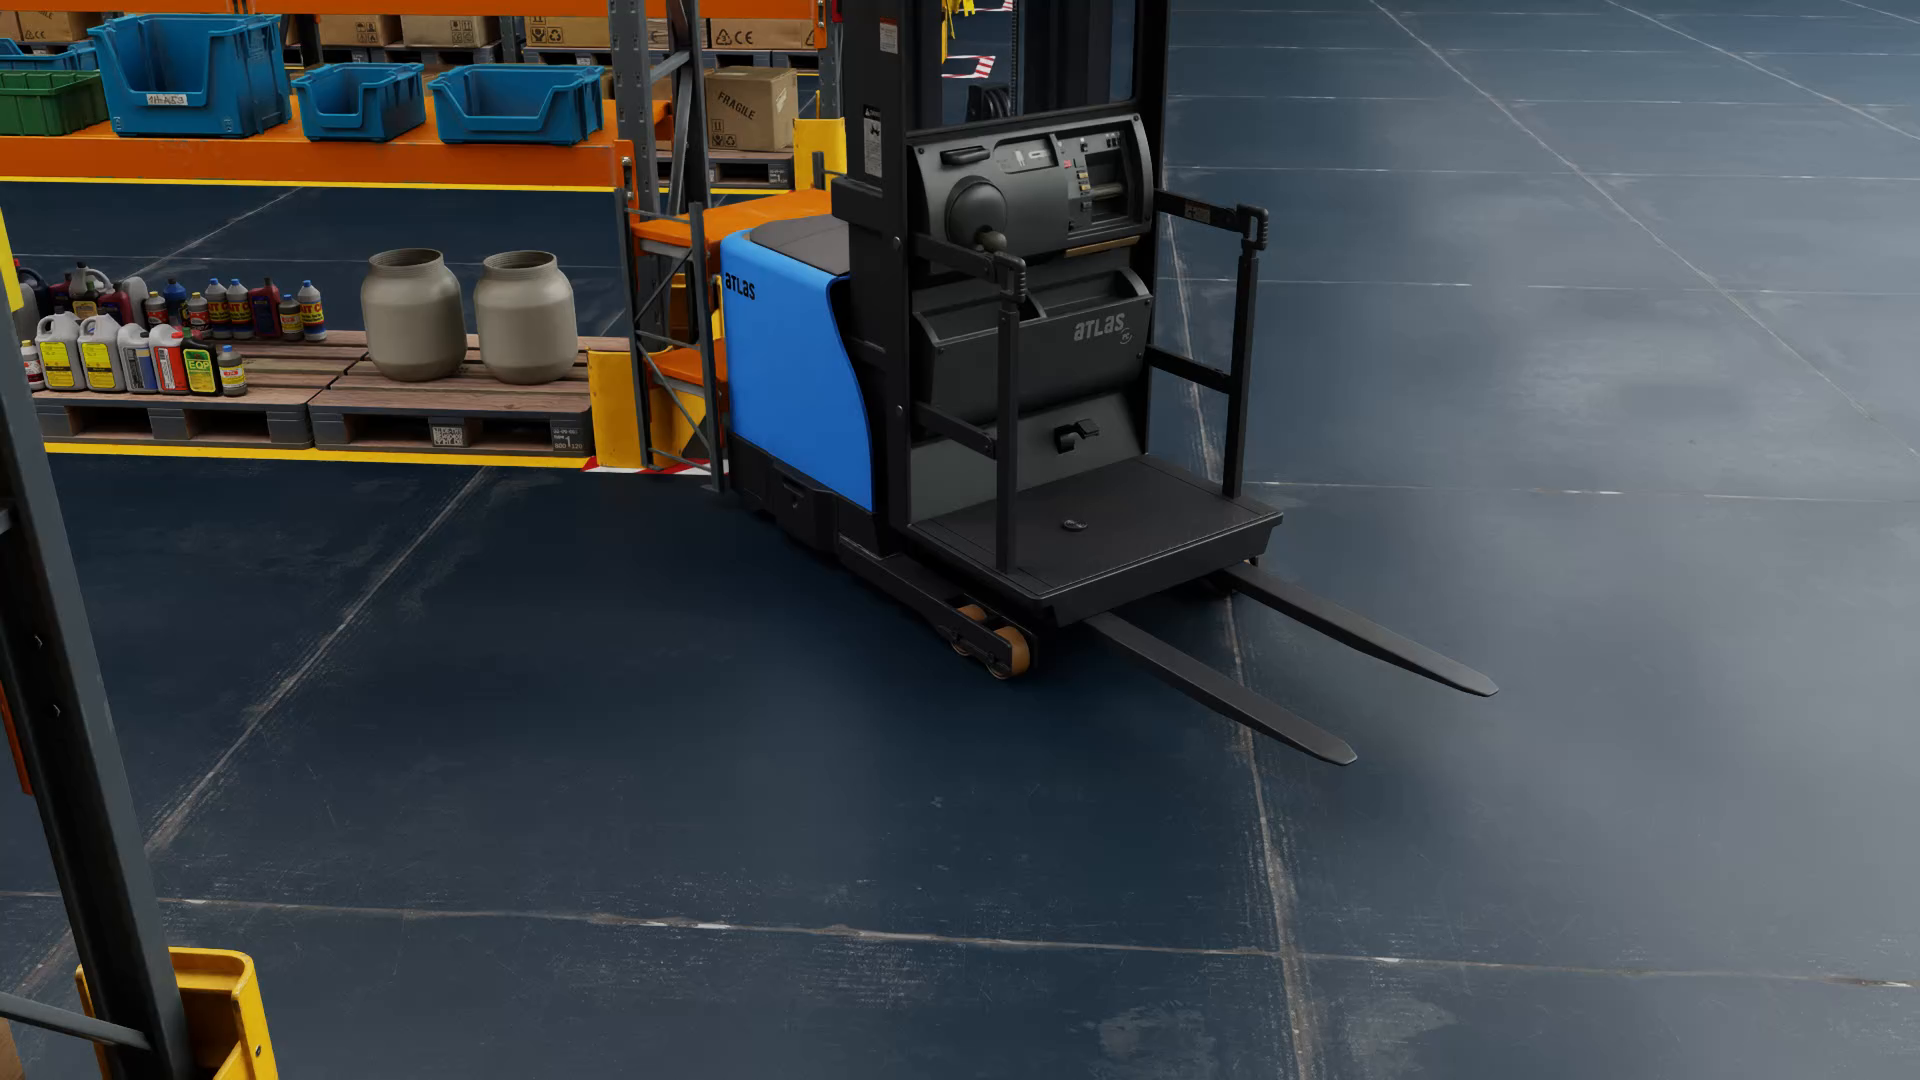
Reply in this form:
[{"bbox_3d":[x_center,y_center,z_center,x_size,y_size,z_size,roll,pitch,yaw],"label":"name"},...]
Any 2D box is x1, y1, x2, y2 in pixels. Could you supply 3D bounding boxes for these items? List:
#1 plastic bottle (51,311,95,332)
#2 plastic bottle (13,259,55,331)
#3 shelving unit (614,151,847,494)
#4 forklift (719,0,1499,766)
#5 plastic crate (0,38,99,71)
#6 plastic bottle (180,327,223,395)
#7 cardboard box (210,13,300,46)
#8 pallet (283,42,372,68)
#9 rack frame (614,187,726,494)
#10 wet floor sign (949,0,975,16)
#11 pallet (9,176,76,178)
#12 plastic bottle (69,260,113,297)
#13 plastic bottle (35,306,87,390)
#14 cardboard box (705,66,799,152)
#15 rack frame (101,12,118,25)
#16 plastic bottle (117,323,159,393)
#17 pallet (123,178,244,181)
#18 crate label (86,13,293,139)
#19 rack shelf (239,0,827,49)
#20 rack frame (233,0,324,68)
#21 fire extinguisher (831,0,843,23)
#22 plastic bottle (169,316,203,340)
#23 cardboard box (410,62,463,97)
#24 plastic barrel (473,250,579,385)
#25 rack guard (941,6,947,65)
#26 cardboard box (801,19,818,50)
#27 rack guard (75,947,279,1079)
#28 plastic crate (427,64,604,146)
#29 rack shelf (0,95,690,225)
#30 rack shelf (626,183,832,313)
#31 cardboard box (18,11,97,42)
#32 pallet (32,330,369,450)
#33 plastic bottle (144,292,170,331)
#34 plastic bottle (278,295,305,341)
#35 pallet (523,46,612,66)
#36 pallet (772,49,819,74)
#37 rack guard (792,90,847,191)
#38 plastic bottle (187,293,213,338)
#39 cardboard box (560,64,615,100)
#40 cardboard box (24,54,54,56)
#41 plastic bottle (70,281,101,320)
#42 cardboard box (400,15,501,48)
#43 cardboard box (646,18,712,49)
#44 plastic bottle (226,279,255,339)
[{"bbox_3d":[-3.846,-0.855,7.252,0.135,0.276,0.152,2,25,4],"label":"plastic bottle"},{"bbox_3d":[-4.362,-1.138,7.778,0.185,0.351,0.144,1,25,1],"label":"plastic bottle"},{"bbox_3d":[-0.769,-0.914,6.749,0.538,1.125,1.048,19,30,40],"label":"shelving unit"},{"bbox_3d":[0.378,-1.121,5.179,1.130,2.935,3.031,-17,30,-33],"label":"forklift"},{"bbox_3d":[-4.093,-2.059,7.314,0.616,0.251,0.499,2,25,4],"label":"plastic crate"},{"bbox_3d":[-3.211,-0.759,7.034,0.133,0.283,0.061,2,25,5],"label":"plastic bottle"},{"bbox_3d":[-6.873,-5.390,16.565,0.750,0.750,1.050,2,25,5],"label":"cardboard box"},{"bbox_3d":[-6.352,-4.941,16.736,1.213,0.211,1.003,2,25,4],"label":"pallet"},{"bbox_3d":[-1.117,-0.765,6.409,0.500,1.125,0.032,19,30,40],"label":"rack frame"},{"bbox_3d":[0.017,-6.594,19.808,0.232,0.644,0.267,11,27,22],"label":"wet floor sign"},{"bbox_3d":[-6.834,-2.908,12.318,1.213,0.211,1.003,2,25,4],"label":"pallet"},{"bbox_3d":[-4.039,-1.128,7.756,0.185,0.351,0.144,2,25,4],"label":"plastic bottle"},{"bbox_3d":[-3.832,-0.827,7.101,0.185,0.351,0.144,2,25,4],"label":"plastic bottle"},{"bbox_3d":[-1.471,-3.067,11.815,0.500,0.500,0.500,6,25,14],"label":"cardboard box"},{"bbox_3d":[-8.346,-6.305,16.364,0.127,3.000,1.000,2,25,4],"label":"rack frame"},{"bbox_3d":[-3.481,-0.783,7.096,0.135,0.276,0.152,1,25,3],"label":"plastic bottle"},{"bbox_3d":[-5.614,-2.870,12.236,1.213,0.211,1.003,2,25,4],"label":"pallet"},{"bbox_3d":[-3.085,-1.883,6.711,0.616,0.435,0.502,2,25,4],"label":"crate label"},{"bbox_3d":[-2.844,-3.722,11.611,4.000,0.370,1.077,2,25,4],"label":"rack shelf"},{"bbox_3d":[-4.838,-4.113,11.600,0.127,3.000,1.000,2,25,4],"label":"rack frame"},{"bbox_3d":[-0.771,-3.754,10.913,0.183,0.674,0.296,2,25,4],"label":"fire extinguisher"},{"bbox_3d":[-3.335,-0.826,7.181,0.133,0.283,0.061,2,25,4],"label":"plastic bottle"},{"bbox_3d":[-3.870,-3.124,11.938,0.500,0.500,0.500,10,27,21],"label":"cardboard box"},{"bbox_3d":[-1.891,-0.970,7.244,0.421,0.512,0.421,0,25,0],"label":"plastic barrel"},{"bbox_3d":[-0.345,-4.913,16.328,0.348,0.500,1.175,2,25,4],"label":"rack guard"},{"bbox_3d":[-1.050,-5.269,16.151,0.875,0.875,0.875,2,25,4],"label":"cardboard box"},{"bbox_3d":[-1.588,1.280,2.870,0.348,0.500,1.175,2,25,4],"label":"rack guard"},{"bbox_3d":[-1.751,-1.744,6.630,0.616,0.251,0.499,2,25,4],"label":"plastic crate"},{"bbox_3d":[-3.223,-1.658,7.125,4.000,0.370,1.077,2,25,4],"label":"rack shelf"},{"bbox_3d":[-0.776,-1.184,6.637,0.538,0.278,1.000,19,30,40],"label":"rack shelf"},{"bbox_3d":[-9.022,-5.272,16.607,0.500,0.500,0.500,2,25,4],"label":"cardboard box"},{"bbox_3d":[-3.331,-0.705,7.530,1.213,0.211,1.003,2,25,4],"label":"pallet"},{"bbox_3d":[-3.758,-1.061,7.789,0.097,0.201,0.097,0,25,0],"label":"plastic bottle"},{"bbox_3d":[-3.116,-1.040,7.744,0.097,0.201,0.097,0,25,0],"label":"plastic bottle"},{"bbox_3d":[-3.605,-4.853,16.545,1.213,0.211,1.003,2,25,4],"label":"pallet"},{"bbox_3d":[-1.172,-4.775,16.375,1.213,0.211,1.003,2,25,4],"label":"pallet"},{"bbox_3d":[-0.925,-2.852,11.850,0.348,0.500,1.175,2,25,4],"label":"rack guard"},{"bbox_3d":[-3.553,-1.054,7.775,0.097,0.201,0.097,0,25,0],"label":"plastic bottle"},{"bbox_3d":[-2.692,-3.100,11.886,0.500,0.500,0.500,4,25,9],"label":"cardboard box"},{"bbox_3d":[-7.037,-3.264,12.220,0.500,0.500,0.700,4,25,8],"label":"cardboard box"},{"bbox_3d":[-4.022,-1.054,7.675,0.133,0.283,0.061,2,25,4],"label":"plastic bottle"},{"bbox_3d":[-4.983,-5.328,16.430,0.750,0.750,1.050,2,25,4],"label":"cardboard box"},{"bbox_3d":[-2.837,-5.326,16.276,0.875,0.875,0.875,2,25,4],"label":"cardboard box"},{"bbox_3d":[-3.354,-1.080,7.746,0.097,0.271,0.097,0,25,0],"label":"plastic bottle"}]
